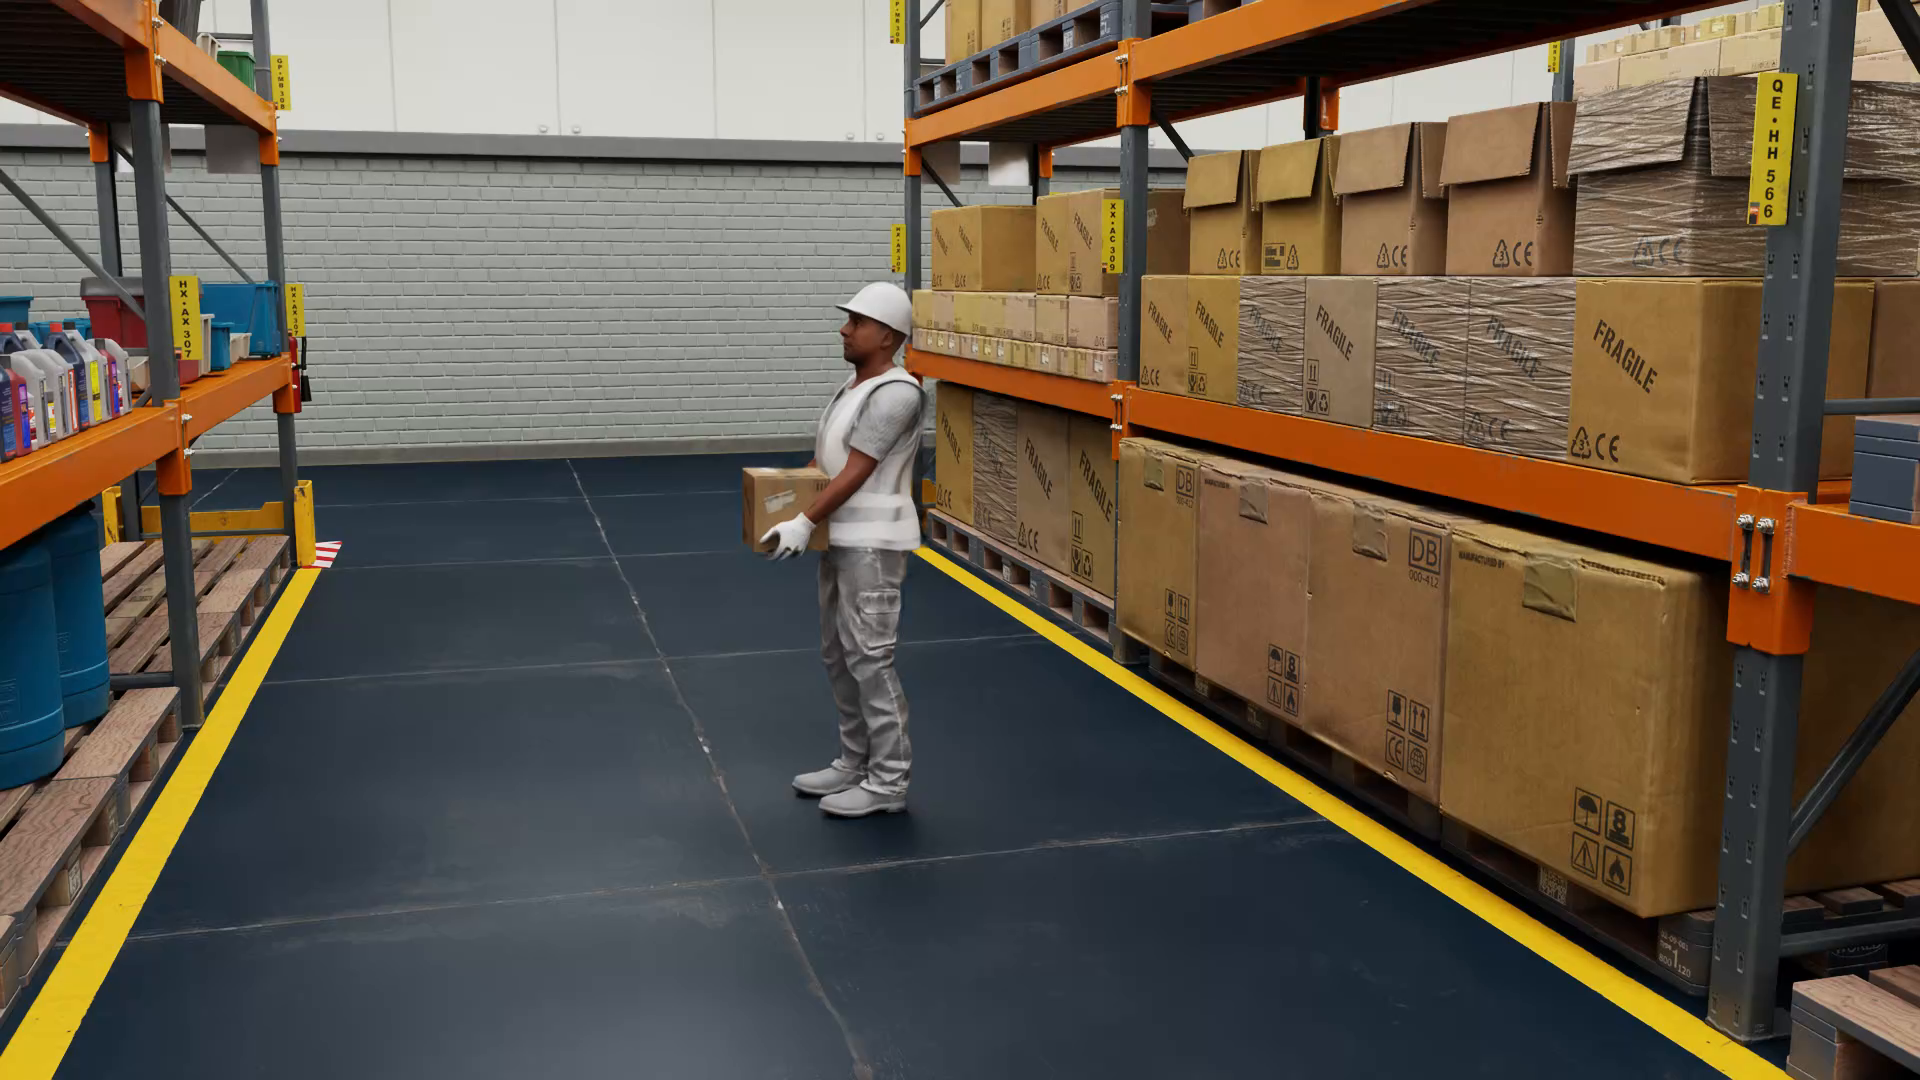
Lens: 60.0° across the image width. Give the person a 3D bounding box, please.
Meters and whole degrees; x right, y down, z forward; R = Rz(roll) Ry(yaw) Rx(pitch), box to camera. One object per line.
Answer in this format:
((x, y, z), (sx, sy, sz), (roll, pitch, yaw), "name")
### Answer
((-0.415, 0.034, 5.596), (0.573, 1.784, 0.495), (-3, 10, -17), "person")
